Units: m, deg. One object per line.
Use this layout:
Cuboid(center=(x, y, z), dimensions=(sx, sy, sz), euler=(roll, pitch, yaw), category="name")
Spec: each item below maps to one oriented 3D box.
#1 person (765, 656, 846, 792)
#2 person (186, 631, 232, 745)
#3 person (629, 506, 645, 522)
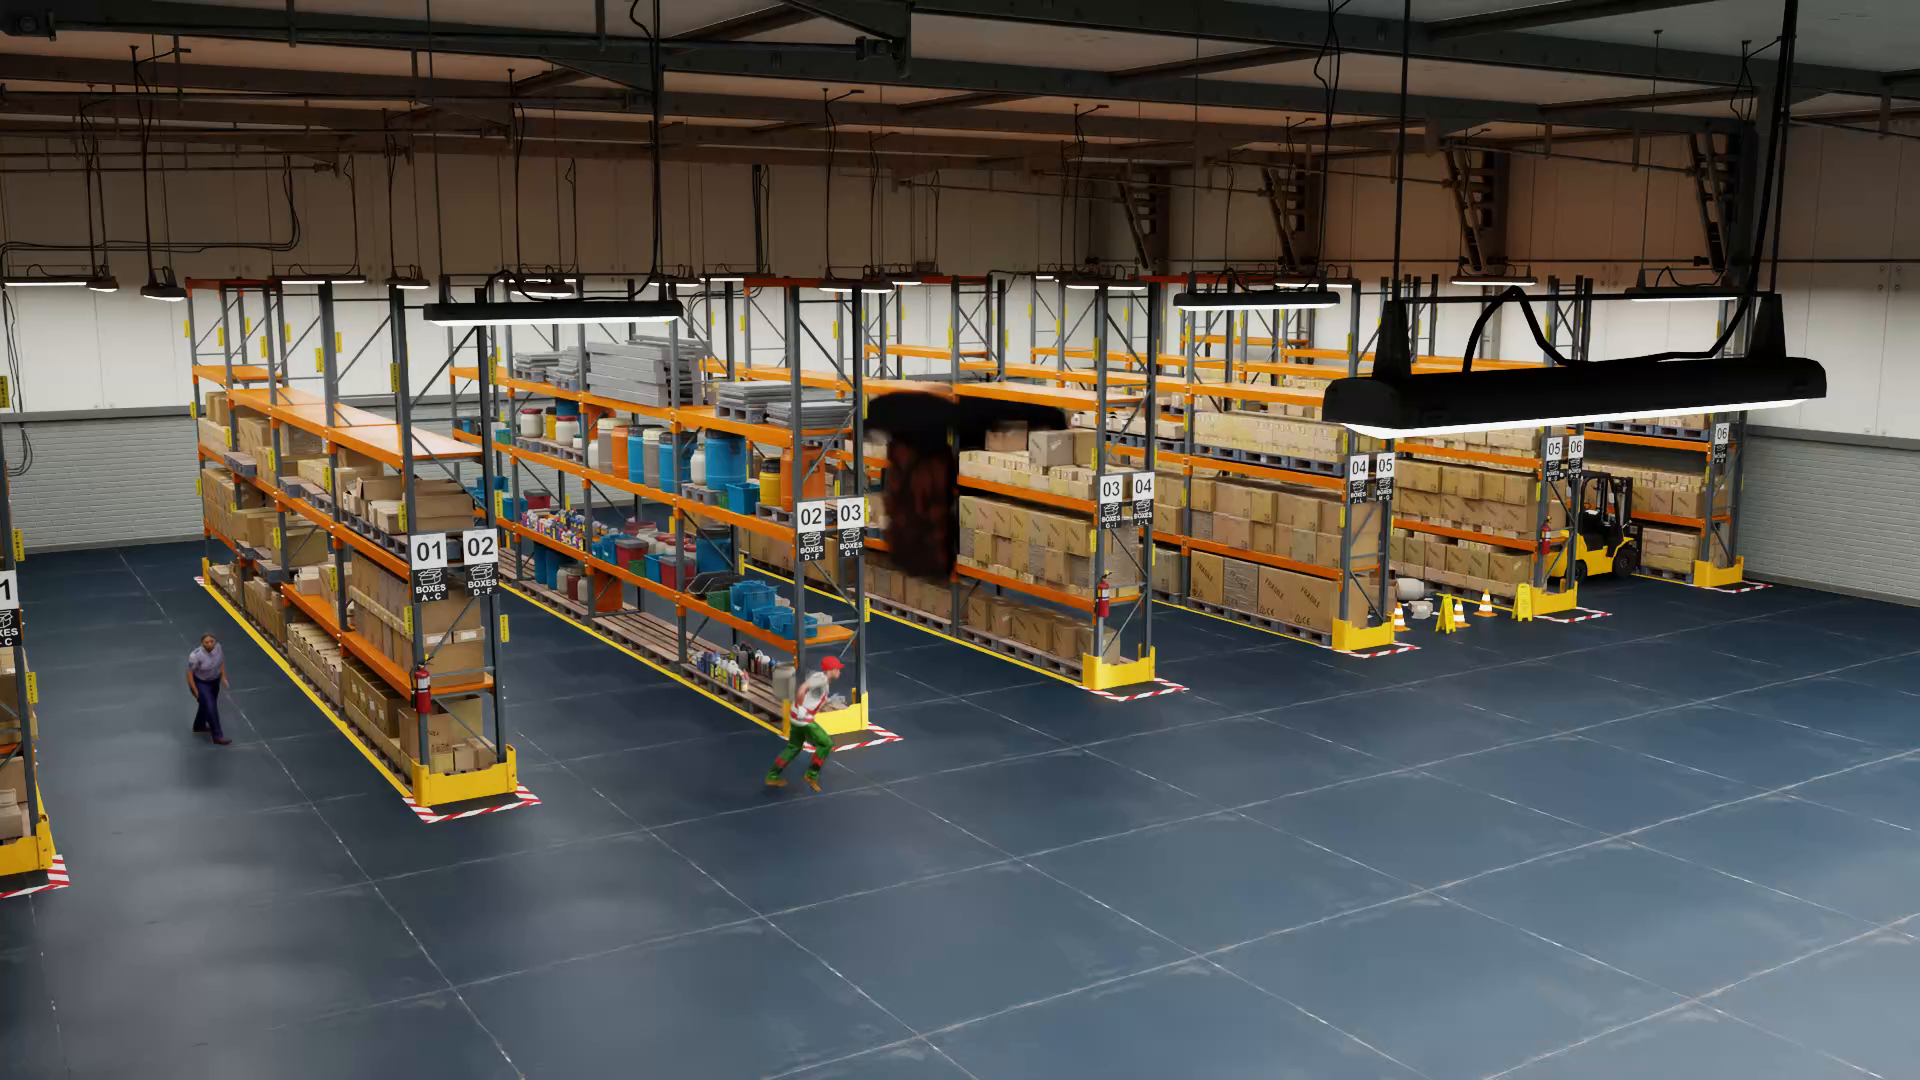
Cuboid(center=(-1.856, 2.229, 19.897), dimensions=(0.991, 1.686, 0.711), euler=(-1, 10, -5), category="person")
Cuboid(center=(-10.002, 1.914, 22.054), dimensions=(0.913, 1.529, 0.603), euler=(4, 10, 24), category="person")
Cuboid(center=(-6.294, 0.083, 32.410), dimensions=(0.513, 1.565, 0.855), euler=(-8, 12, -40), category="person")
